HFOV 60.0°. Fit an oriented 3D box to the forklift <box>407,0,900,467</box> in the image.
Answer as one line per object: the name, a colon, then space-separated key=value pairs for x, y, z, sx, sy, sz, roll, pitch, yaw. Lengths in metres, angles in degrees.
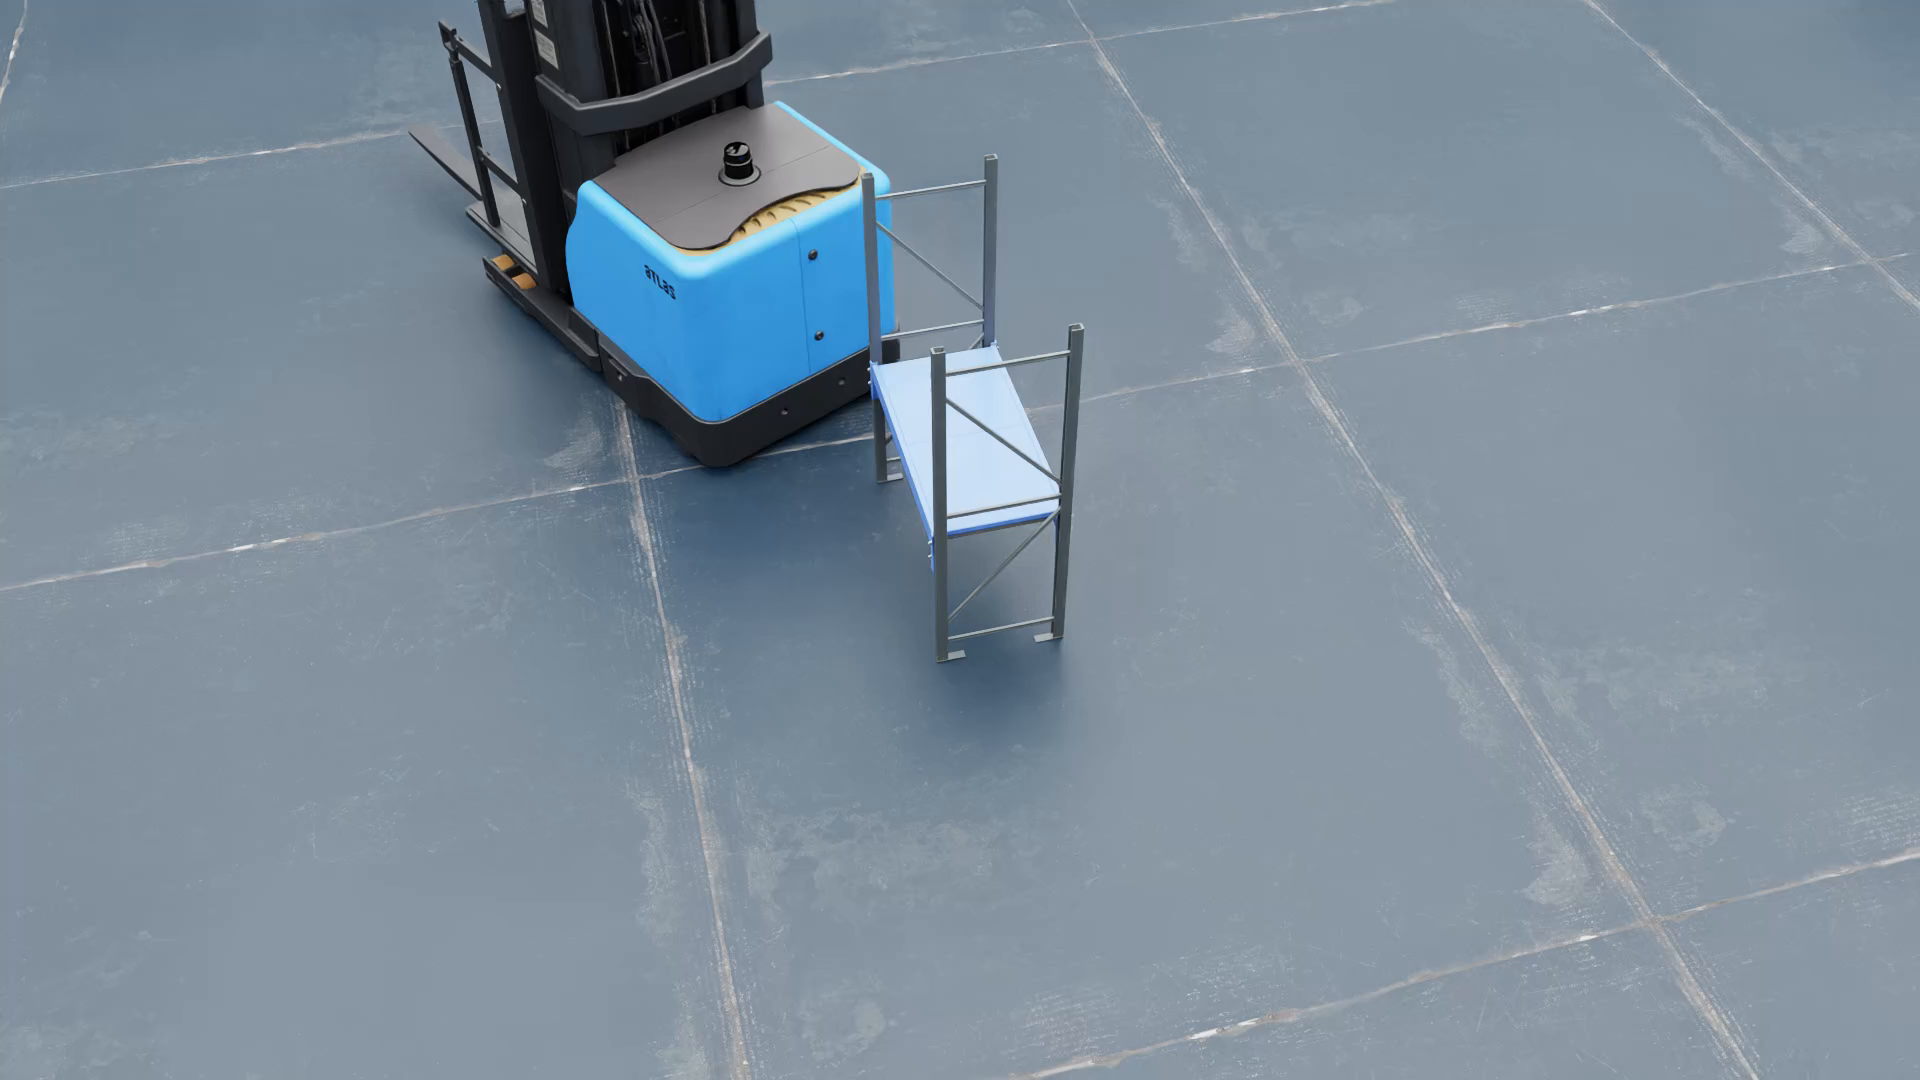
forklift: x=-1.600 y=-2.317 z=6.969 sx=1.130 sy=2.935 sz=3.031 roll=-31 pitch=53 yaw=-27

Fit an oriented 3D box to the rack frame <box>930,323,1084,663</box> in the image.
rack frame: x=0.152 y=-0.115 z=5.813 sx=0.500 sy=1.500 sz=0.032 roll=-11 pitch=47 yaw=-10

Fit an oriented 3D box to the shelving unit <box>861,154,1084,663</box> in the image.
shelving unit: x=0.022 y=-0.466 z=6.157 sx=0.538 sy=1.500 sz=1.048 roll=-11 pitch=47 yaw=-10

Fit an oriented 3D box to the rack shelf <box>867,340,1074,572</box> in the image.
rack shelf: x=0.022 y=-0.340 z=6.285 sx=0.538 sy=0.185 sz=1.000 roll=-11 pitch=47 yaw=-10

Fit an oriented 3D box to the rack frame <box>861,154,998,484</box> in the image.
rack frame: x=-0.108 y=-0.817 z=6.501 sx=0.500 sy=1.500 sz=0.032 roll=-11 pitch=47 yaw=-10
